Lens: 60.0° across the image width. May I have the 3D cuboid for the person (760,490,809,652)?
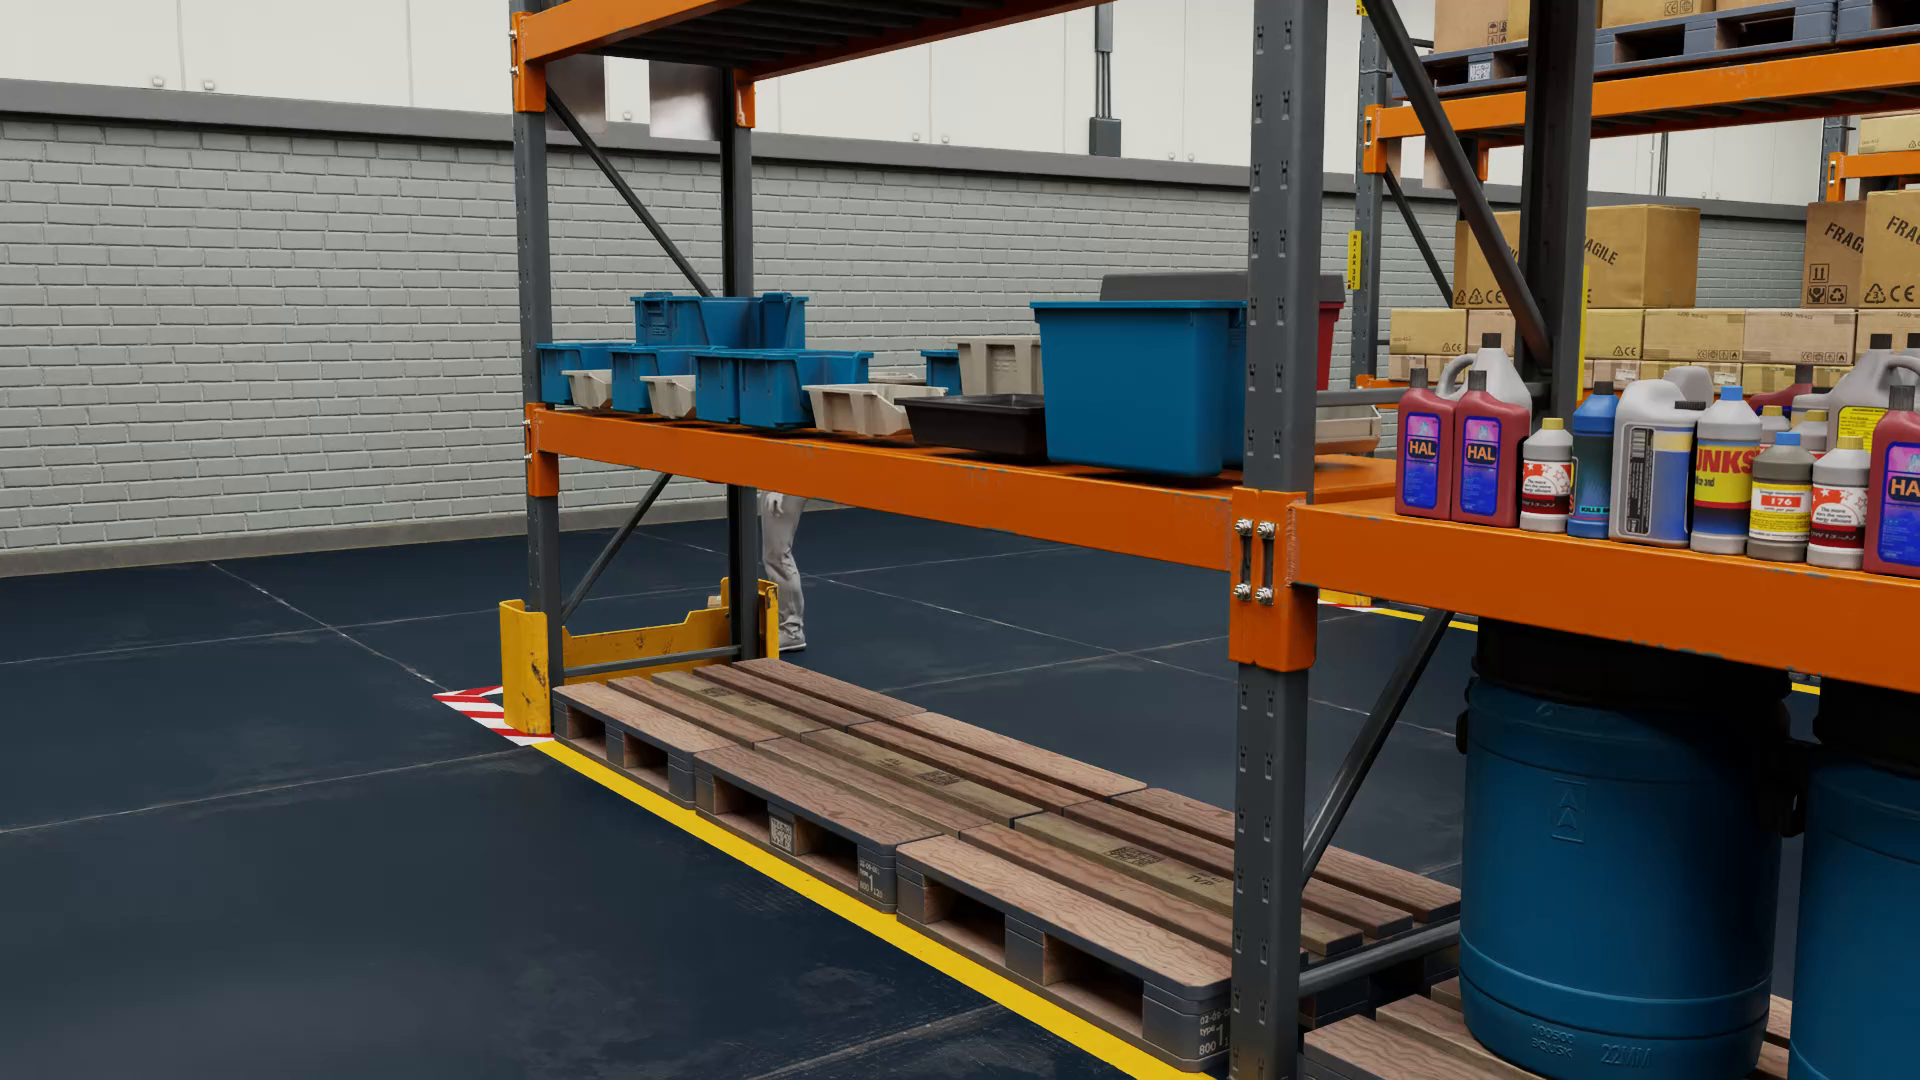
[{"bbox_3d":[-0.901,-0.282,8.317,0.370,1.667,0.549,-1,8,-9],"label":"person"}]
